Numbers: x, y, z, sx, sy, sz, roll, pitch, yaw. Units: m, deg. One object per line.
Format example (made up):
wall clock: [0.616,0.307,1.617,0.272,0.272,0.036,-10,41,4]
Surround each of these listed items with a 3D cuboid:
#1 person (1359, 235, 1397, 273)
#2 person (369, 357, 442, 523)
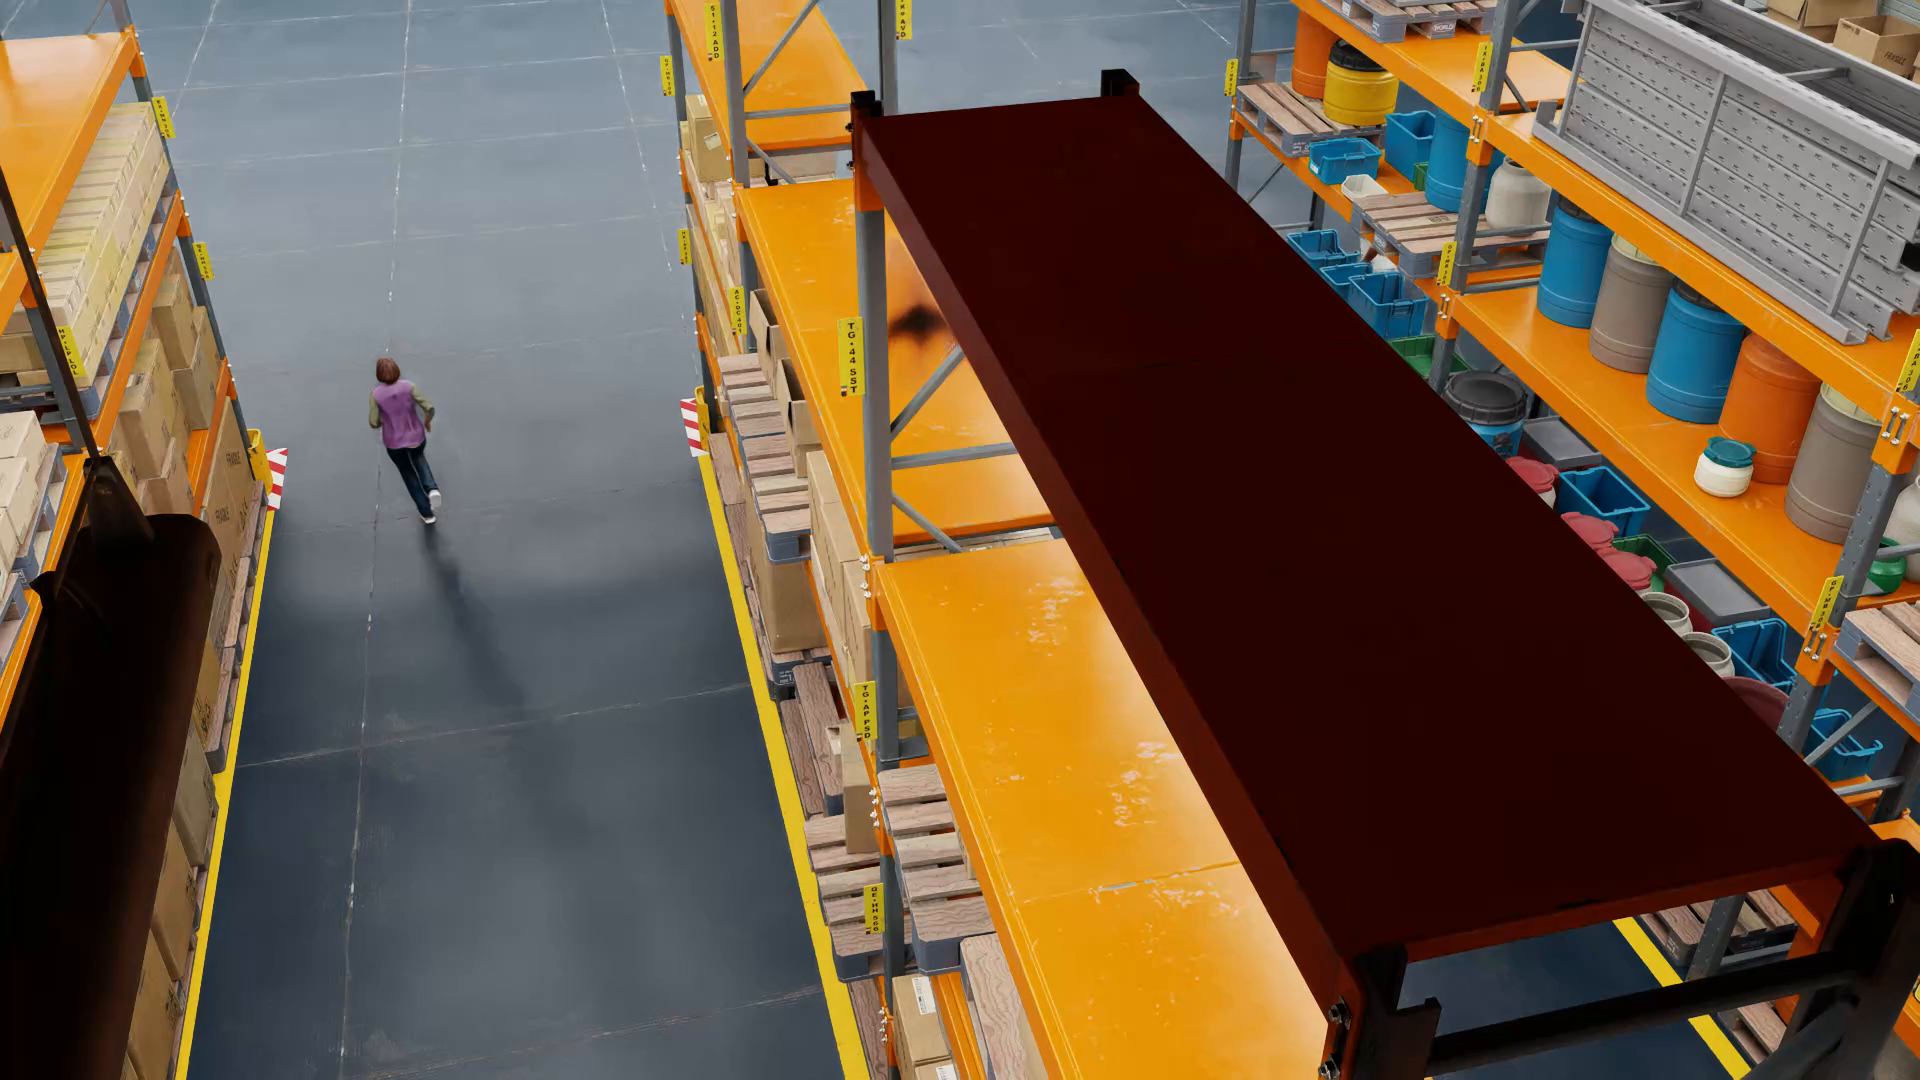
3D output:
person: [4.120,-2.688,16.485,0.735,1.835,0.739,-22,40,-28]
person: [-4.672,-0.864,13.991,0.521,1.553,0.512,-17,38,-24]
